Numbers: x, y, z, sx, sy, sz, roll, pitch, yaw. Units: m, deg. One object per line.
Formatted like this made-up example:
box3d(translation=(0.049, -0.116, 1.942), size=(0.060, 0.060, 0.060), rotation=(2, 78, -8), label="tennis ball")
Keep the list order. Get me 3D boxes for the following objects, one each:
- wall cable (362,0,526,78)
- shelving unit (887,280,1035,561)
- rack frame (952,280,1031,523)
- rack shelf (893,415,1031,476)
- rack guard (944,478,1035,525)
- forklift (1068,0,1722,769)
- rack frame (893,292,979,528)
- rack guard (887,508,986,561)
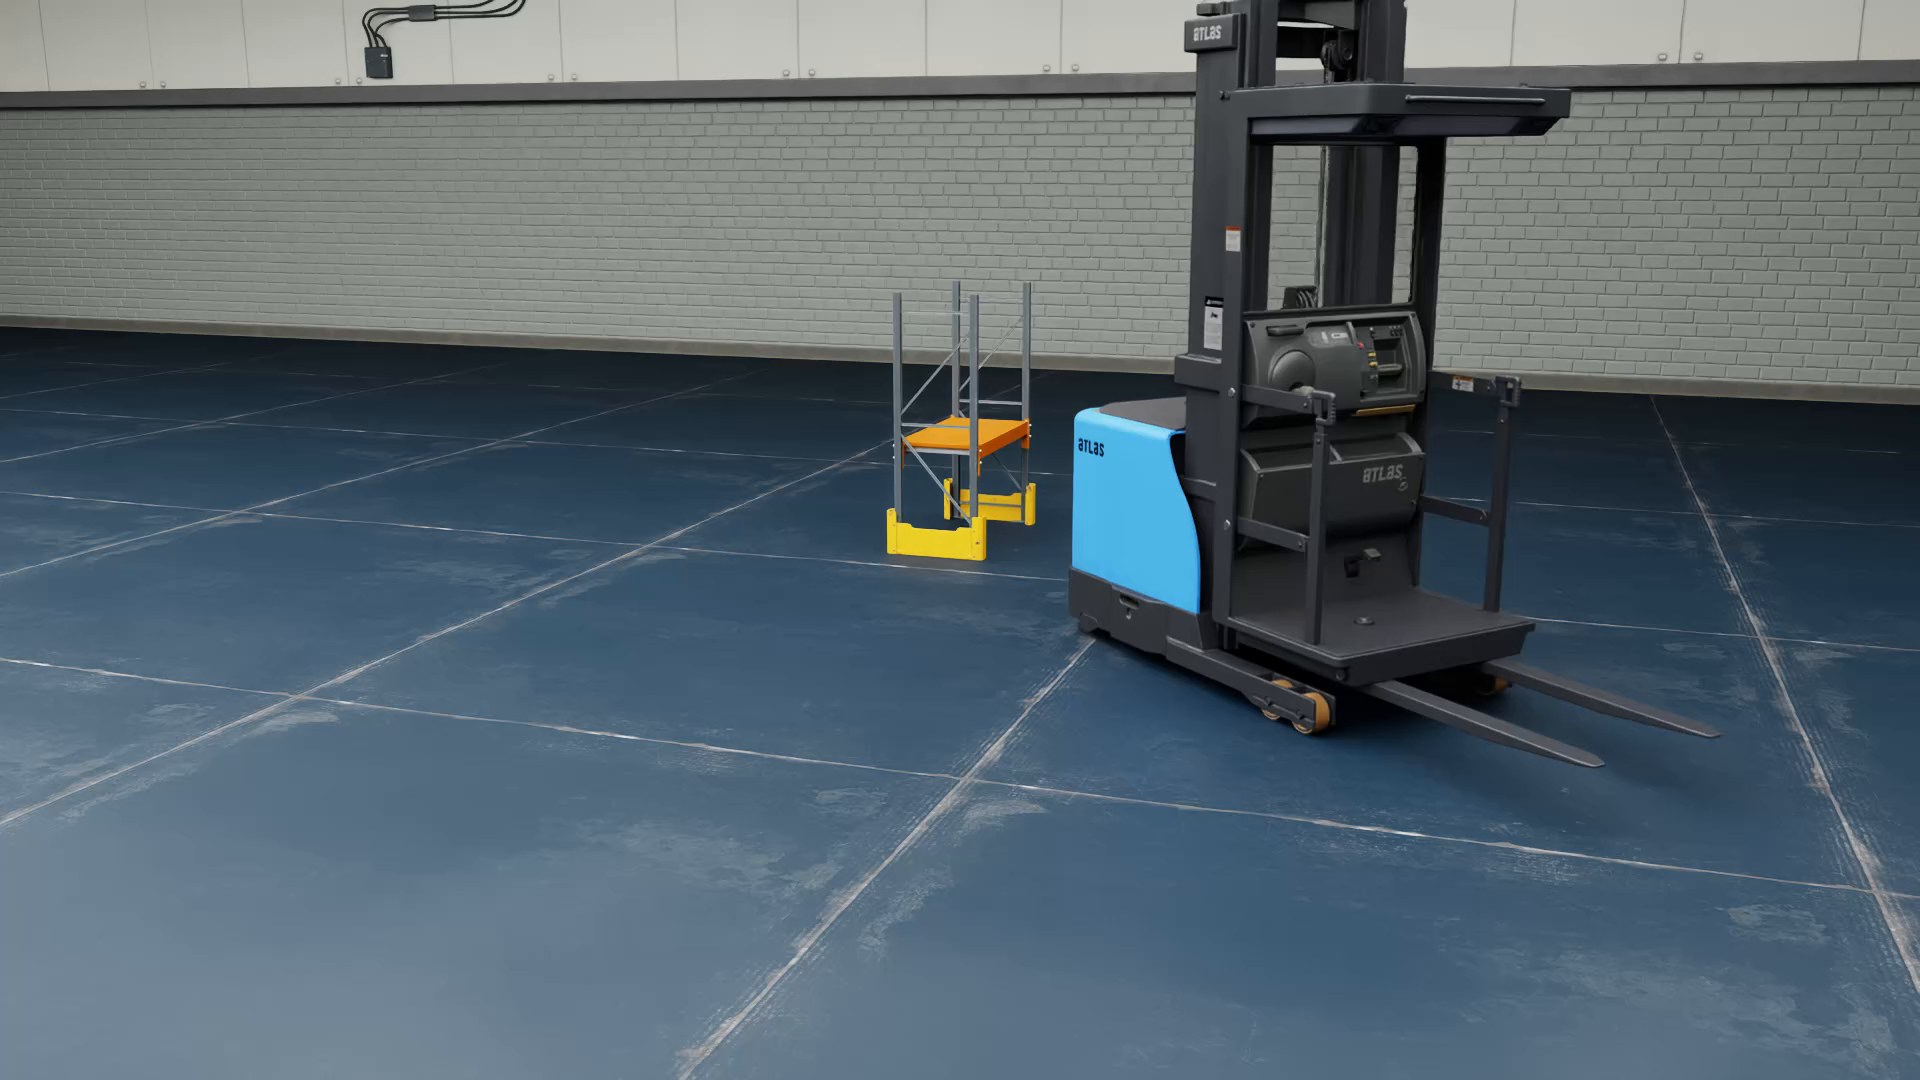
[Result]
box3d(translation=(-6.060, -8.432, 19.066), size=(2.305, 6.003, 0.169), rotation=(4, 14, 18), label="wall cable")
box3d(translation=(0.025, -0.747, 9.891), size=(0.587, 1.500, 1.083), rotation=(4, 14, 18), label="shelving unit")
box3d(translation=(0.192, -0.856, 10.369), size=(0.500, 1.500, 0.032), rotation=(4, 14, 18), label="rack frame")
box3d(translation=(0.028, -0.574, 9.940), size=(0.538, 0.185, 1.000), rotation=(4, 14, 18), label="rack shelf")
box3d(translation=(0.186, -0.243, 10.490), size=(0.587, 0.250, 0.087), rotation=(4, 14, 18), label="rack guard")
box3d(translation=(1.690, -0.773, 6.788), size=(1.130, 2.935, 3.031), rotation=(-7, 15, -29), label="forklift")
box3d(translation=(-0.137, -0.642, 9.431), size=(0.500, 1.500, 0.032), rotation=(4, 14, 18), label="rack frame")
box3d(translation=(-0.136, -0.033, 9.571), size=(0.587, 0.250, 0.087), rotation=(4, 14, 18), label="rack guard")
